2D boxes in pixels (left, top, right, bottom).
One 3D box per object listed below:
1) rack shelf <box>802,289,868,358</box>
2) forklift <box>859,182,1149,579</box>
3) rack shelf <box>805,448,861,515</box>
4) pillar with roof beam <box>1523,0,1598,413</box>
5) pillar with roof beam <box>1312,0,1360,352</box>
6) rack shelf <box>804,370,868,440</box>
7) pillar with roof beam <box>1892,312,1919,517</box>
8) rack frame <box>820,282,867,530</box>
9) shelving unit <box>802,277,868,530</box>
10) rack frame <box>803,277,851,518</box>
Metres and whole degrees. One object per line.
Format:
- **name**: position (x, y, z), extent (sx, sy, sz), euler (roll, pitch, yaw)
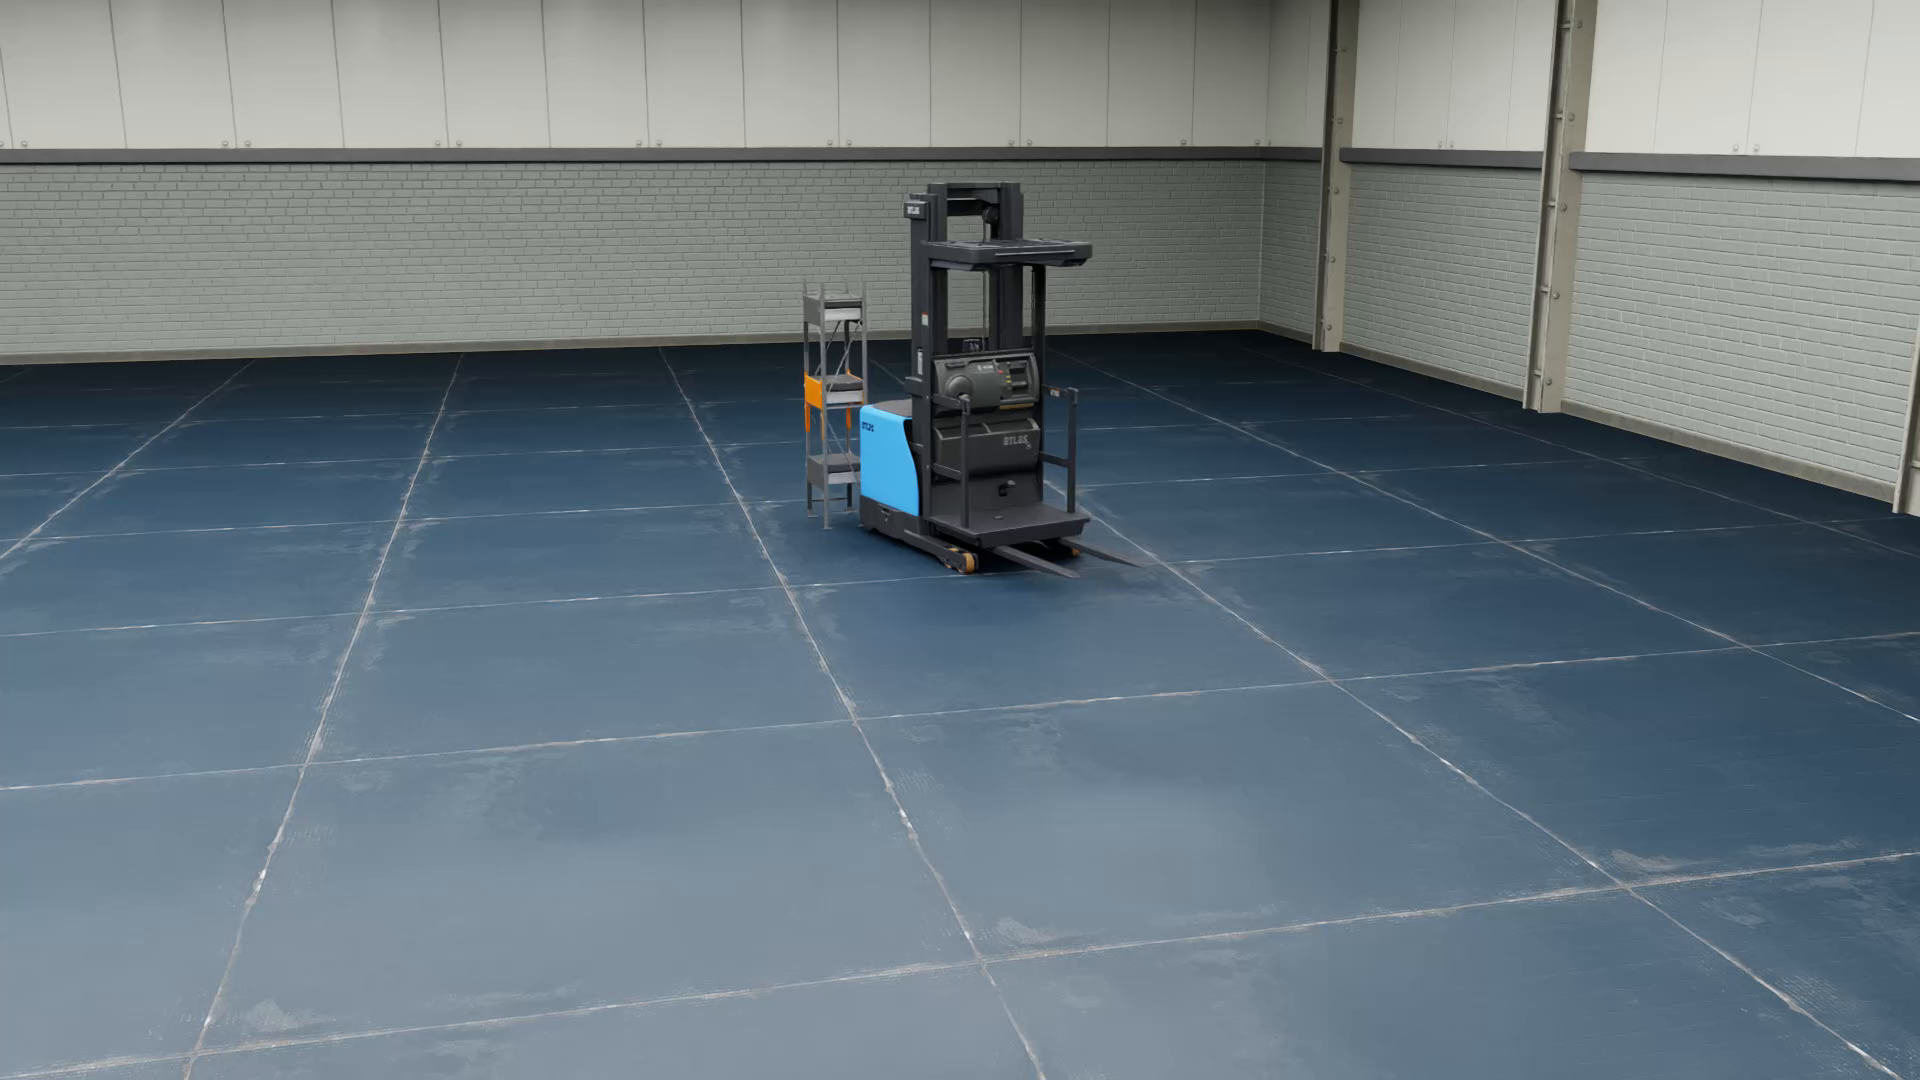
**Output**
- **rack shelf**: position (-1.069, -1.849, 14.178), extent (0.431, 0.518, 0.480), euler (-6, 15, -21)
- **forklift**: position (0.326, -1.283, 13.004), extent (1.130, 2.935, 3.031), euler (-8, 16, -30)
- **rack shelf**: position (-1.069, -0.489, 14.511), extent (0.431, 0.518, 0.480), euler (-6, 15, -21)
- **pillar with roof beam**: position (2.987, -5.732, 18.429), extent (9.100, 9.000, 0.400), euler (-3, 14, -13)
- **pillar with roof beam**: position (1.578, -7.116, 24.094), extent (9.100, 9.000, 0.400), euler (-3, 14, -13)
- **rack shelf**: position (-1.069, -1.169, 14.344), extent (0.431, 0.518, 0.480), euler (-6, 15, -21)
- **pillar with roof beam**: position (4.396, -4.348, 12.763), extent (9.100, 9.000, 0.400), euler (-3, 14, -13)
- **rack frame**: position (-0.977, -1.128, 14.122), extent (0.400, 2.100, 0.015), euler (-6, 15, -21)
- **shelving unit**: position (-1.069, -1.182, 14.341), extent (0.431, 2.100, 0.503), euler (-6, 15, -21)
- **rack frame**: position (-1.161, -1.236, 14.561), extent (0.400, 2.100, 0.015), euler (-6, 15, -21)
